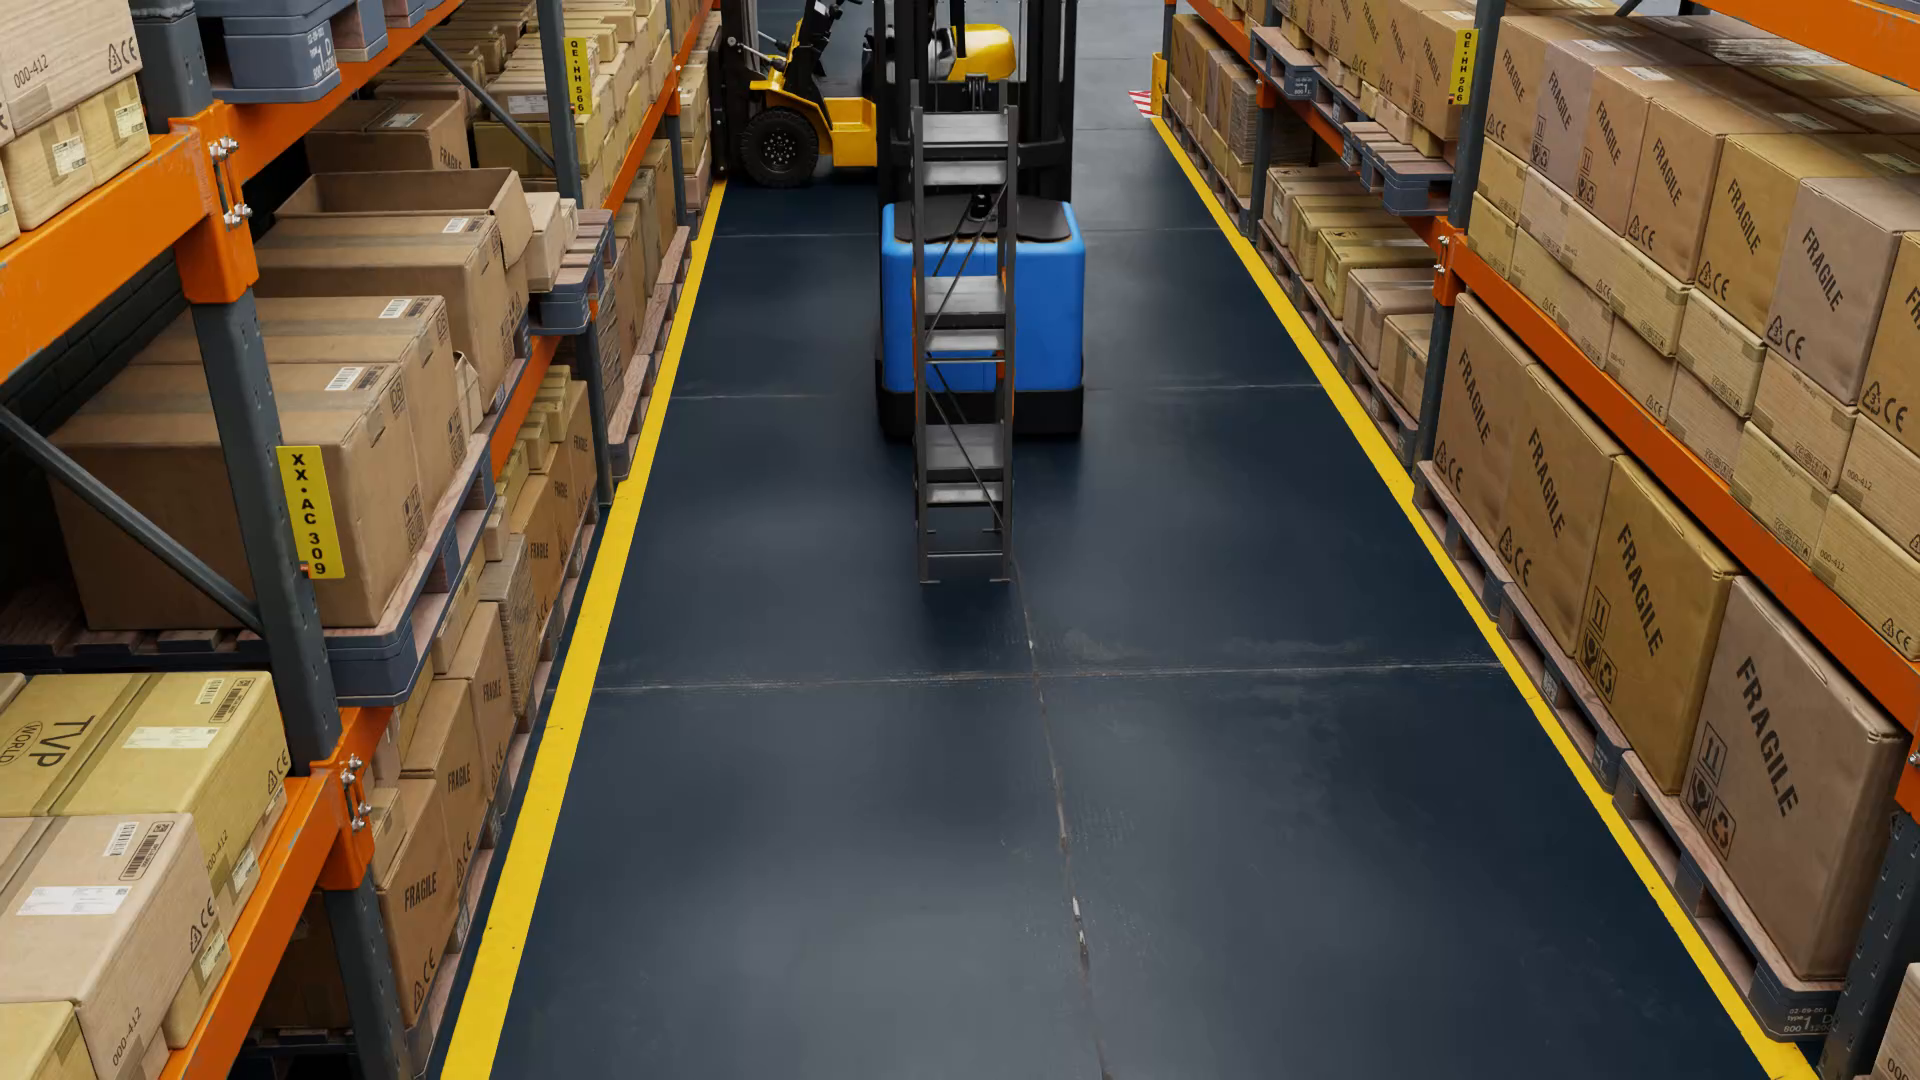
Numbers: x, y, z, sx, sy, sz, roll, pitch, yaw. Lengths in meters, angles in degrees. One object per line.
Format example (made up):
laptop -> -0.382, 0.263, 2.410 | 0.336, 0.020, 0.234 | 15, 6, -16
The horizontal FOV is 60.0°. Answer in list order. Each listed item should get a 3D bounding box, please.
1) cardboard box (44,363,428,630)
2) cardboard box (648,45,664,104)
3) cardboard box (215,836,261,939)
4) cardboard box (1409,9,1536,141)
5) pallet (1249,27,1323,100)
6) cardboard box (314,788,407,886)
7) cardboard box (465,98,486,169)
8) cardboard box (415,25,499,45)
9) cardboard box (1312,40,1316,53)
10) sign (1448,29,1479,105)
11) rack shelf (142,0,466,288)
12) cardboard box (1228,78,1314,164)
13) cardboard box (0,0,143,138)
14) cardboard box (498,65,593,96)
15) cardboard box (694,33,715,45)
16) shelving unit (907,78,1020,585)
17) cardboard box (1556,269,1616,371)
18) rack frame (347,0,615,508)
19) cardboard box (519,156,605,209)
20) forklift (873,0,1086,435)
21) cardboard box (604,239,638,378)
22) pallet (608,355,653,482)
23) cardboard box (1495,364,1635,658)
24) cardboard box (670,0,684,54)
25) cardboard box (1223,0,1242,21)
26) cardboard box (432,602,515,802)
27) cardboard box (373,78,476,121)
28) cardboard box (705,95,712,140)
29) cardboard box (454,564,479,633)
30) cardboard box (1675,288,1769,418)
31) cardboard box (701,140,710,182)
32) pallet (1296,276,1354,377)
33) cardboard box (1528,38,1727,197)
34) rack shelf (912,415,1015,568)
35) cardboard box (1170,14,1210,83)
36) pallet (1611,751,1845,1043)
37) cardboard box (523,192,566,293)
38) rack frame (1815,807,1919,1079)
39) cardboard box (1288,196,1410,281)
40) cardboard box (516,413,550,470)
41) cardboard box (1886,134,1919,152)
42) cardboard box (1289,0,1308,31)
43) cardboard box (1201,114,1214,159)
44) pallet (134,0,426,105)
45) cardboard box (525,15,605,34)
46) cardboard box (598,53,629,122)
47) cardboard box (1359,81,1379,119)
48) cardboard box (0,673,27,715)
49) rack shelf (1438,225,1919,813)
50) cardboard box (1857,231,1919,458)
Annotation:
cardboard box -> -1.784, -0.117, 4.169 | 0.700, 0.500, 0.500 | -1, 28, -1
cardboard box -> -2.080, -2.827, 10.090 | 0.500, 0.250, 0.500 | -2, 28, -3
cardboard box -> -1.678, 0.714, 3.408 | 0.380, 0.149, 0.250 | -1, 28, -1
cardboard box -> 2.465, -2.192, 7.826 | 0.500, 0.500, 0.500 | -2, 28, -4
pallet -> 2.452, -3.033, 10.528 | 1.003, 0.211, 1.213 | -1, 28, -3
cardboard box -> -1.735, 0.804, 4.511 | 0.380, 0.149, 0.250 | 0, 28, 0
cardboard box -> -2.492, -1.861, 7.696 | 0.500, 0.250, 0.500 | -1, 28, -2
cardboard box -> -2.603, -2.569, 8.623 | 0.380, 0.149, 0.250 | -2, 28, -3
cardboard box -> 2.366, -3.041, 10.155 | 0.380, 0.149, 0.250 | 0, 28, 1
sign -> 2.224, -2.088, 7.343 | 0.100, 0.325, 0.005 | -1, 28, -3
rack shelf -> -2.086, -1.593, 5.094 | 1.077, 0.370, 4.000 | -1, 28, -3
cardboard box -> 2.258, -3.040, 12.044 | 0.500, 0.500, 0.500 | -2, 28, -3
cardboard box -> -1.707, -0.837, 2.707 | 0.500, 0.250, 0.500 | -1, 28, -2
cardboard box -> -1.929, -2.115, 7.751 | 0.380, 0.149, 0.250 | -1, 28, -2
cardboard box -> -2.204, -3.936, 13.492 | 0.500, 0.250, 0.500 | -1, 28, -2
shelving unit -> 0.009, -0.855, 7.118 | 0.431, 2.100, 0.503 | -1, 28, -3
cardboard box -> 2.606, -0.849, 6.297 | 0.500, 0.250, 0.500 | 0, 28, -1
rack frame -> -2.191, -1.505, 7.392 | 1.000, 3.000, 0.127 | -1, 28, -3
cardboard box -> -1.970, -1.650, 7.831 | 0.500, 0.250, 0.500 | -1, 28, -2
forklift -> 0.071, -2.485, 9.345 | 1.130, 2.935, 3.031 | -1, 28, -2
cardboard box -> -2.252, -1.228, 8.975 | 0.875, 0.625, 0.625 | -1, 28, -1
pallet -> -2.195, -0.650, 8.768 | 1.003, 0.211, 1.213 | -1, 28, -3
cardboard box -> 2.761, -0.138, 6.614 | 0.875, 0.875, 0.875 | -1, 28, -2
cardboard box -> -2.162, -3.608, 11.316 | 0.500, 0.500, 0.500 | -2, 28, -4
cardboard box -> 2.180, -3.973, 12.395 | 0.380, 0.149, 0.250 | -2, 28, -3
cardboard box -> -1.842, 0.559, 5.683 | 0.500, 0.500, 0.500 | -2, 28, -4
cardboard box -> -2.410, -1.982, 7.498 | 0.380, 0.149, 0.250 | -1, 28, -1
cardboard box -> -2.160, -3.237, 12.691 | 0.500, 0.250, 0.500 | -2, 28, -3
cardboard box -> -1.866, 0.203, 5.665 | 0.380, 0.149, 0.250 | 0, 28, -1
cardboard box -> 2.642, -0.602, 5.282 | 0.500, 0.250, 0.500 | -1, 28, -1
cardboard box -> -2.136, -2.785, 12.365 | 0.500, 0.250, 0.500 | -2, 28, -4
pallet -> 2.666, -1.313, 10.040 | 1.003, 0.211, 1.213 | -1, 28, -3
cardboard box -> 2.583, -1.652, 6.484 | 0.500, 0.500, 0.500 | -1, 28, -2
rack shelf -> 0.009, -0.222, 7.448 | 0.431, 0.518, 0.480 | -1, 28, -3
cardboard box -> 2.116, -4.231, 14.326 | 0.500, 0.500, 0.500 | -2, 28, -4
pallet -> 2.859, 1.102, 5.408 | 1.003, 0.211, 1.213 | -1, 28, -3
cardboard box -> -1.812, -1.145, 6.411 | 0.500, 0.250, 0.500 | -3, 28, -5
rack frame -> 2.975, 0.220, 4.084 | 1.000, 3.000, 0.127 | -1, 28, -3
cardboard box -> 2.628, -1.921, 10.577 | 0.950, 0.372, 0.625 | 0, 28, 1
cardboard box -> -1.897, -0.401, 6.822 | 0.380, 0.149, 0.250 | -2, 28, -4
cardboard box -> 3.161, -0.943, 5.126 | 0.500, 0.500, 0.500 | -2, 28, -4
cardboard box -> 2.322, -3.382, 10.106 | 0.500, 0.500, 0.500 | -1, 28, -2
cardboard box -> 2.198, -3.188, 13.138 | 0.500, 0.250, 0.500 | -1, 28, -2
pallet -> -1.946, -1.207, 3.781 | 1.213, 0.211, 1.003 | -1, 28, -3
cardboard box -> -2.101, -2.705, 8.883 | 0.380, 0.149, 0.250 | -1, 28, -3
cardboard box -> -2.004, -2.345, 8.623 | 0.500, 0.250, 0.500 | -2, 28, -4
cardboard box -> 2.336, -2.328, 8.787 | 0.380, 0.149, 0.250 | -1, 28, -2
cardboard box -> -2.226, 0.512, 3.365 | 0.500, 0.250, 0.500 | -2, 28, -3
rack shelf -> 2.870, -0.384, 6.021 | 1.077, 0.370, 4.000 | -1, 28, -3
cardboard box -> 2.701, -0.467, 4.213 | 0.500, 0.500, 0.500 | -1, 28, -1
